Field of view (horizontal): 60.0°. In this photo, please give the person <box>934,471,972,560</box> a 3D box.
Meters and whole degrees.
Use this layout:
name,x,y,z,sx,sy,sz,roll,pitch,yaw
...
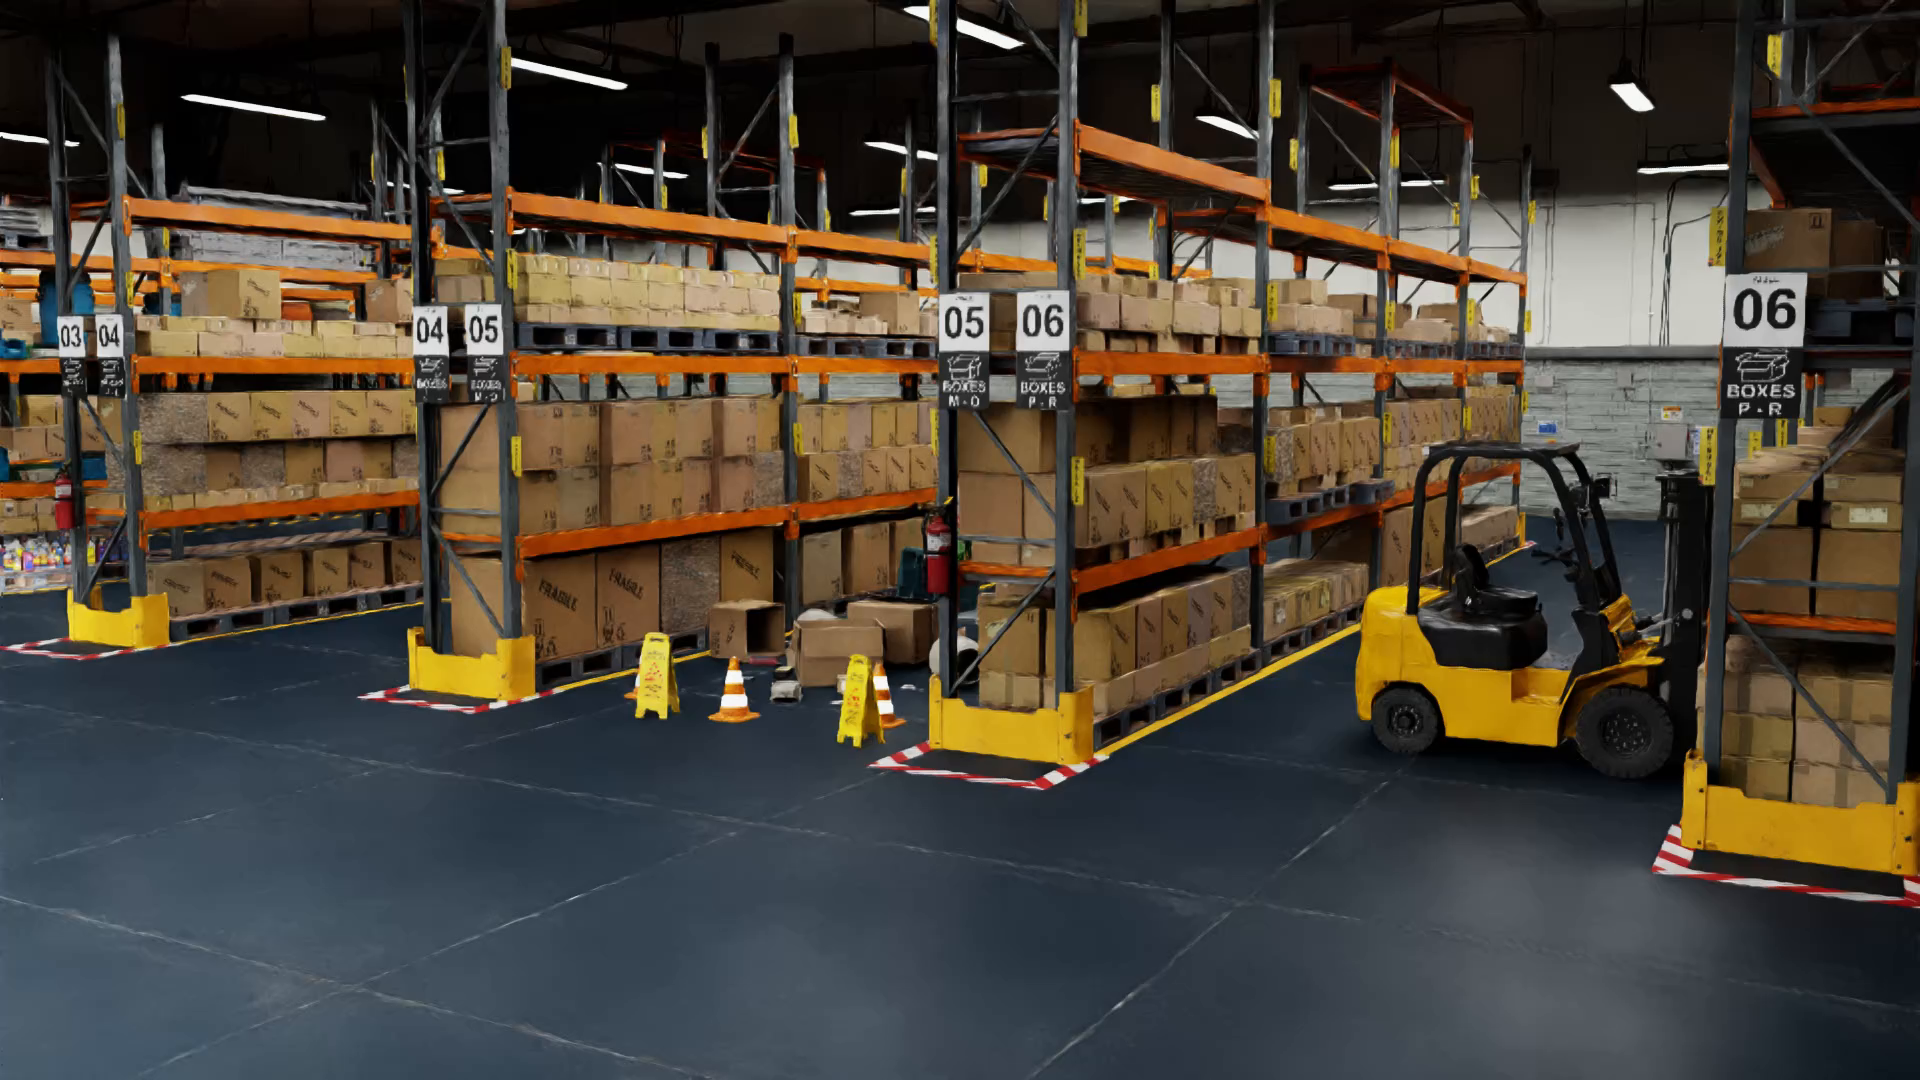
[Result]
name,x,y,z,sx,sy,sz,roll,pitch,yaw
person,-0.024,-0.114,18.127,0.655,1.721,0.744,-4,7,-33
